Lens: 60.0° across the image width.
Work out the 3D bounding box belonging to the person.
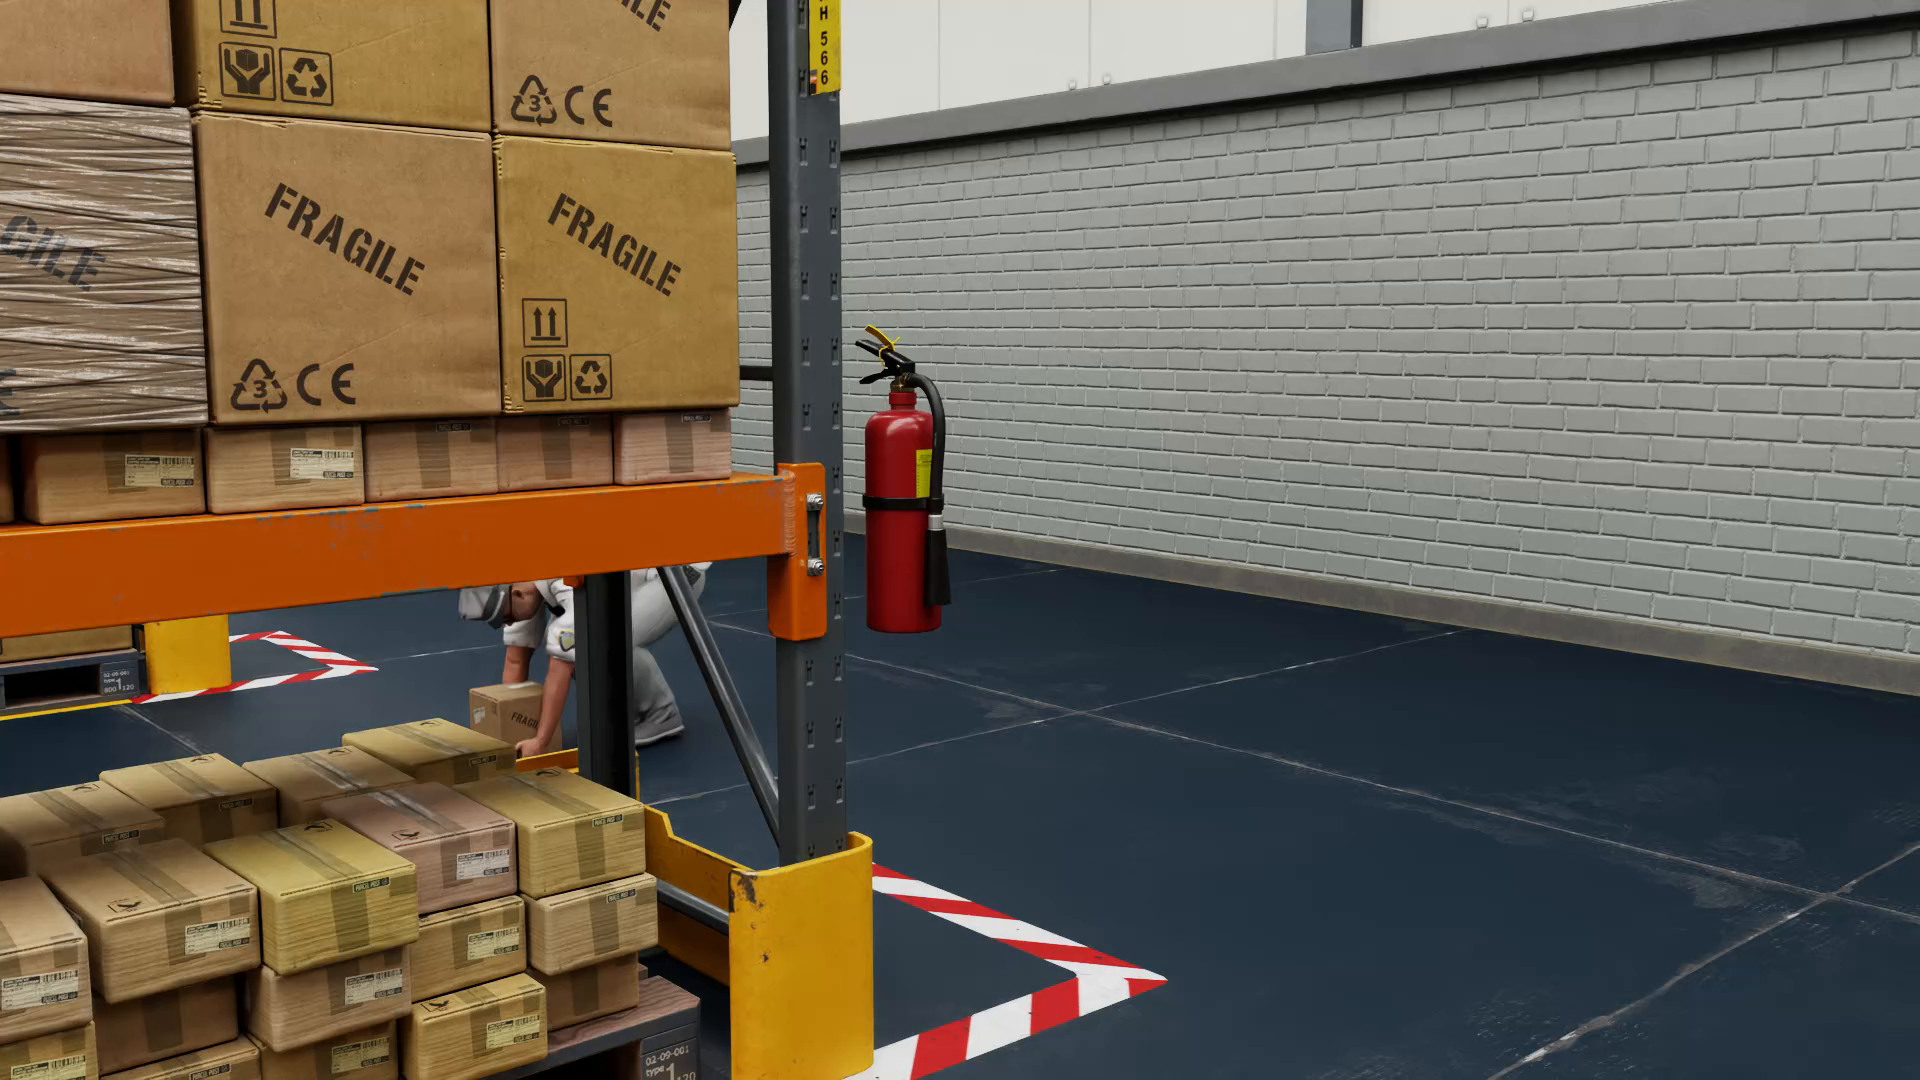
[{"bbox_3d":[-1.436,0.360,6.415,1.029,0.902,0.542,-7,10,-43],"label":"person"}]
